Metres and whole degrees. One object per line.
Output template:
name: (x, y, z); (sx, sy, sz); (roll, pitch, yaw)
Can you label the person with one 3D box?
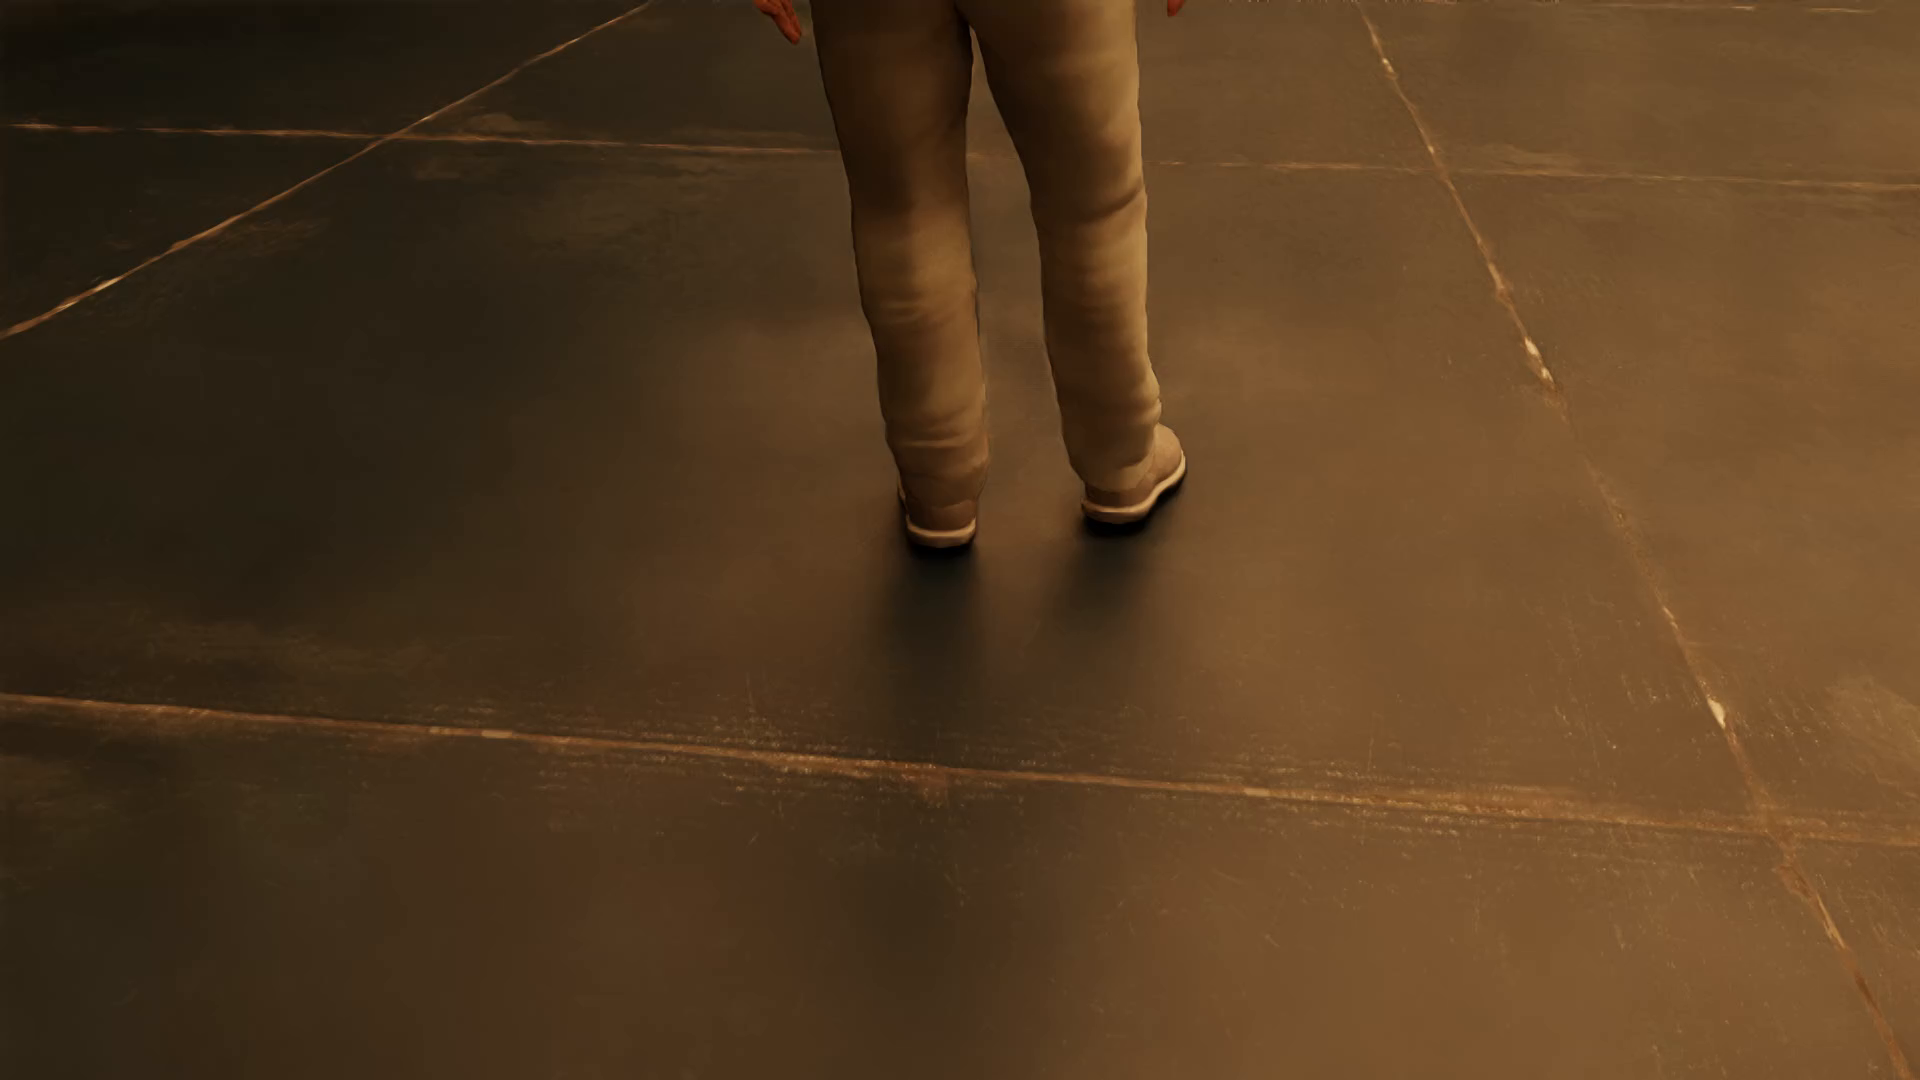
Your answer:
person: (0.022, -0.838, 2.166); (0.640, 1.781, 0.574); (3, 27, 7)
